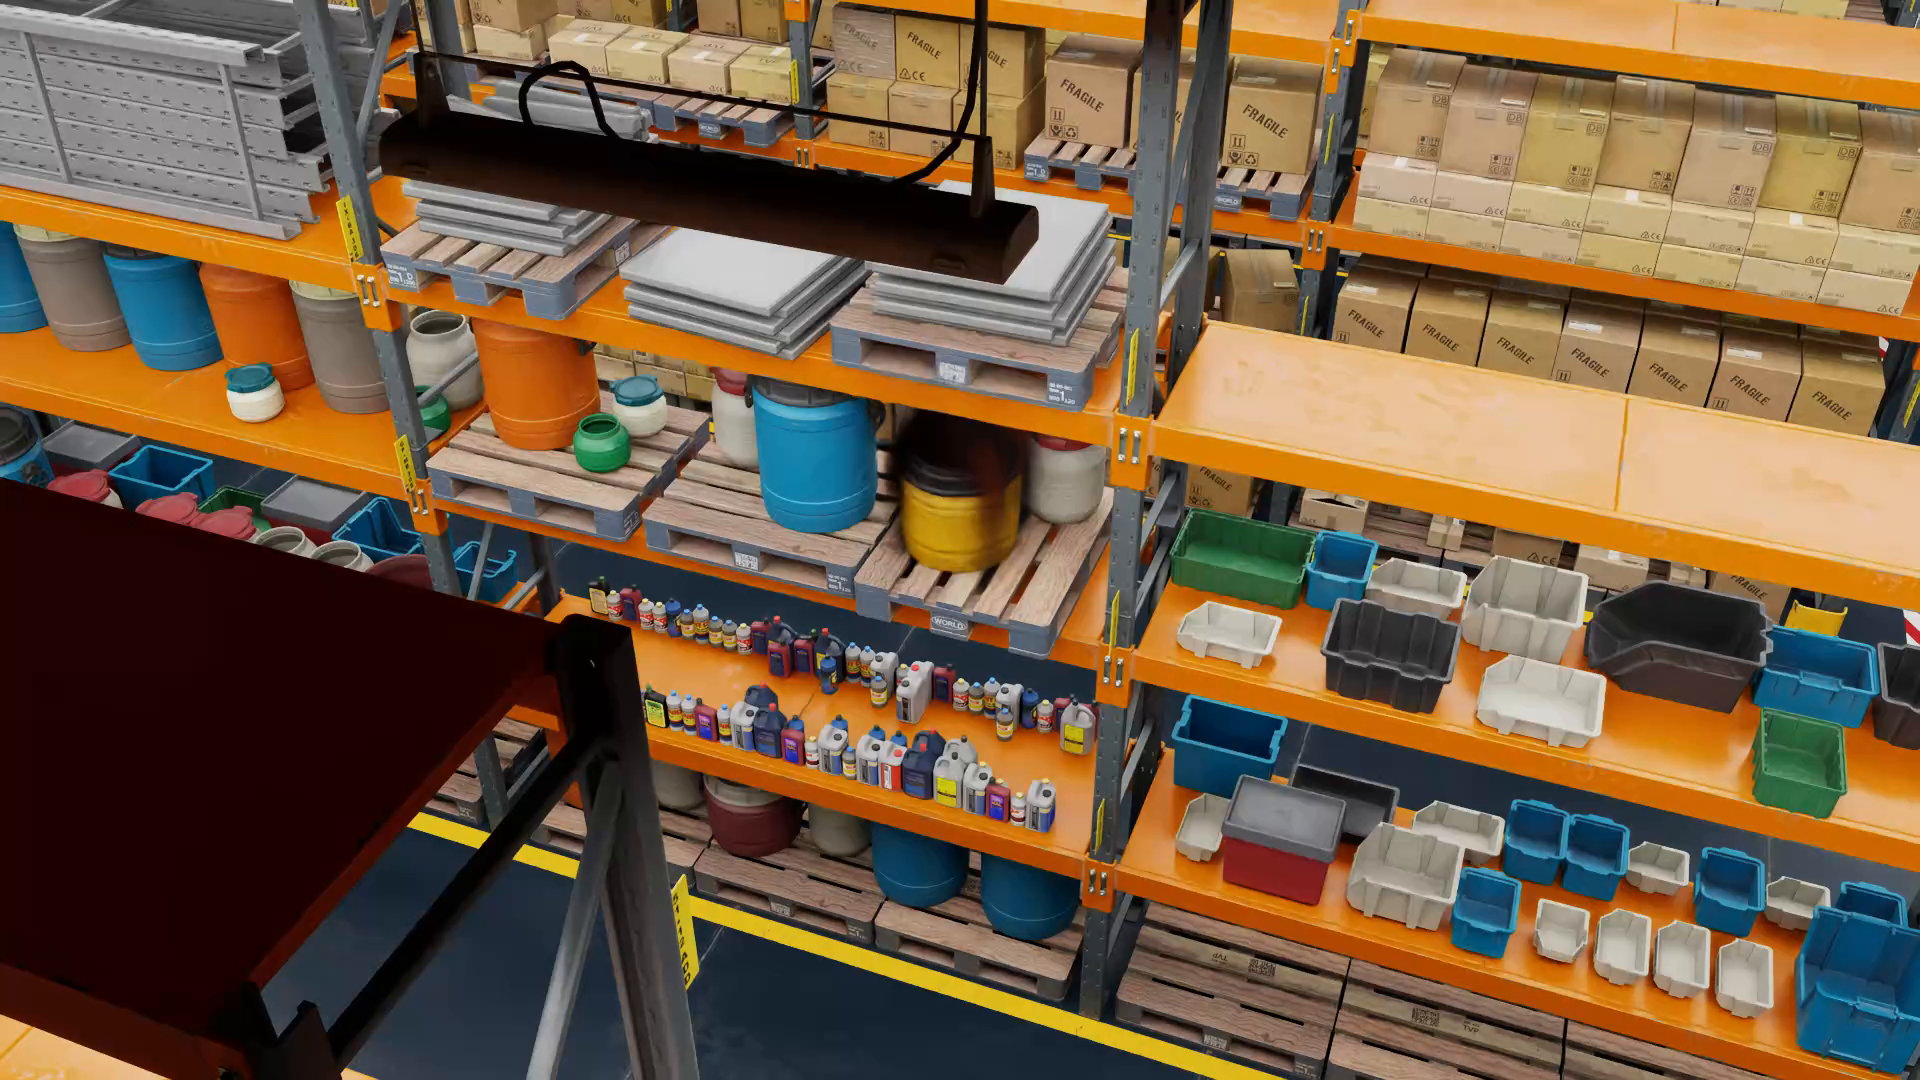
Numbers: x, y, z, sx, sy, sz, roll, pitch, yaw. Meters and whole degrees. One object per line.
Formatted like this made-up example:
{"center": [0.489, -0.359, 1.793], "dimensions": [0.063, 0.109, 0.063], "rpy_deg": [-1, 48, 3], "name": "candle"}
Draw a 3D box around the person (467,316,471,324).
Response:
{"center": [-3.835, -1.180, 13.703], "dimensions": [0.499, 1.660, 0.332], "rpy_deg": [14, 39, 18], "name": "person"}
